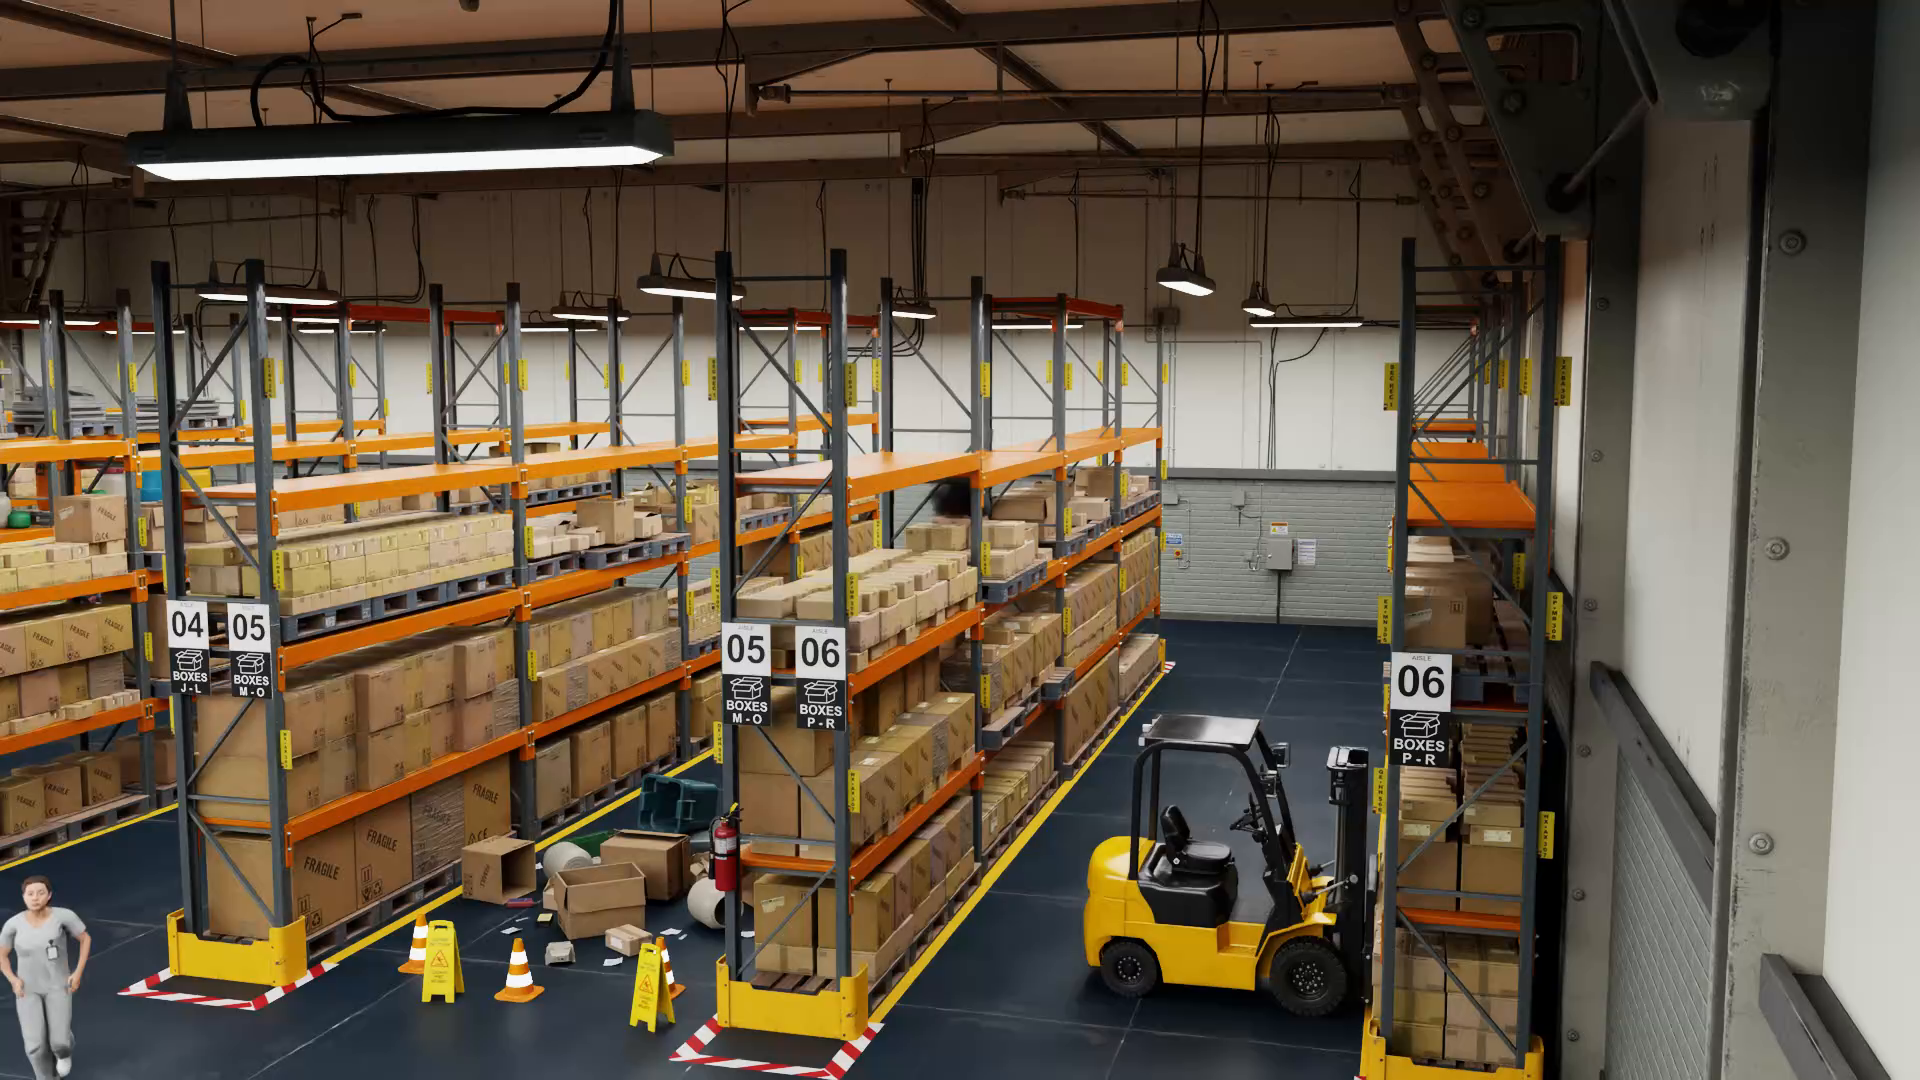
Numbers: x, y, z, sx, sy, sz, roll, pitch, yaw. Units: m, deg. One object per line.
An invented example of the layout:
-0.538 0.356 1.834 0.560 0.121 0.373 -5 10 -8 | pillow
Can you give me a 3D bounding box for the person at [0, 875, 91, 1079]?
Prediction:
-6.417 3.128 11.672 0.589 1.625 0.604 -3 7 -24 | person
